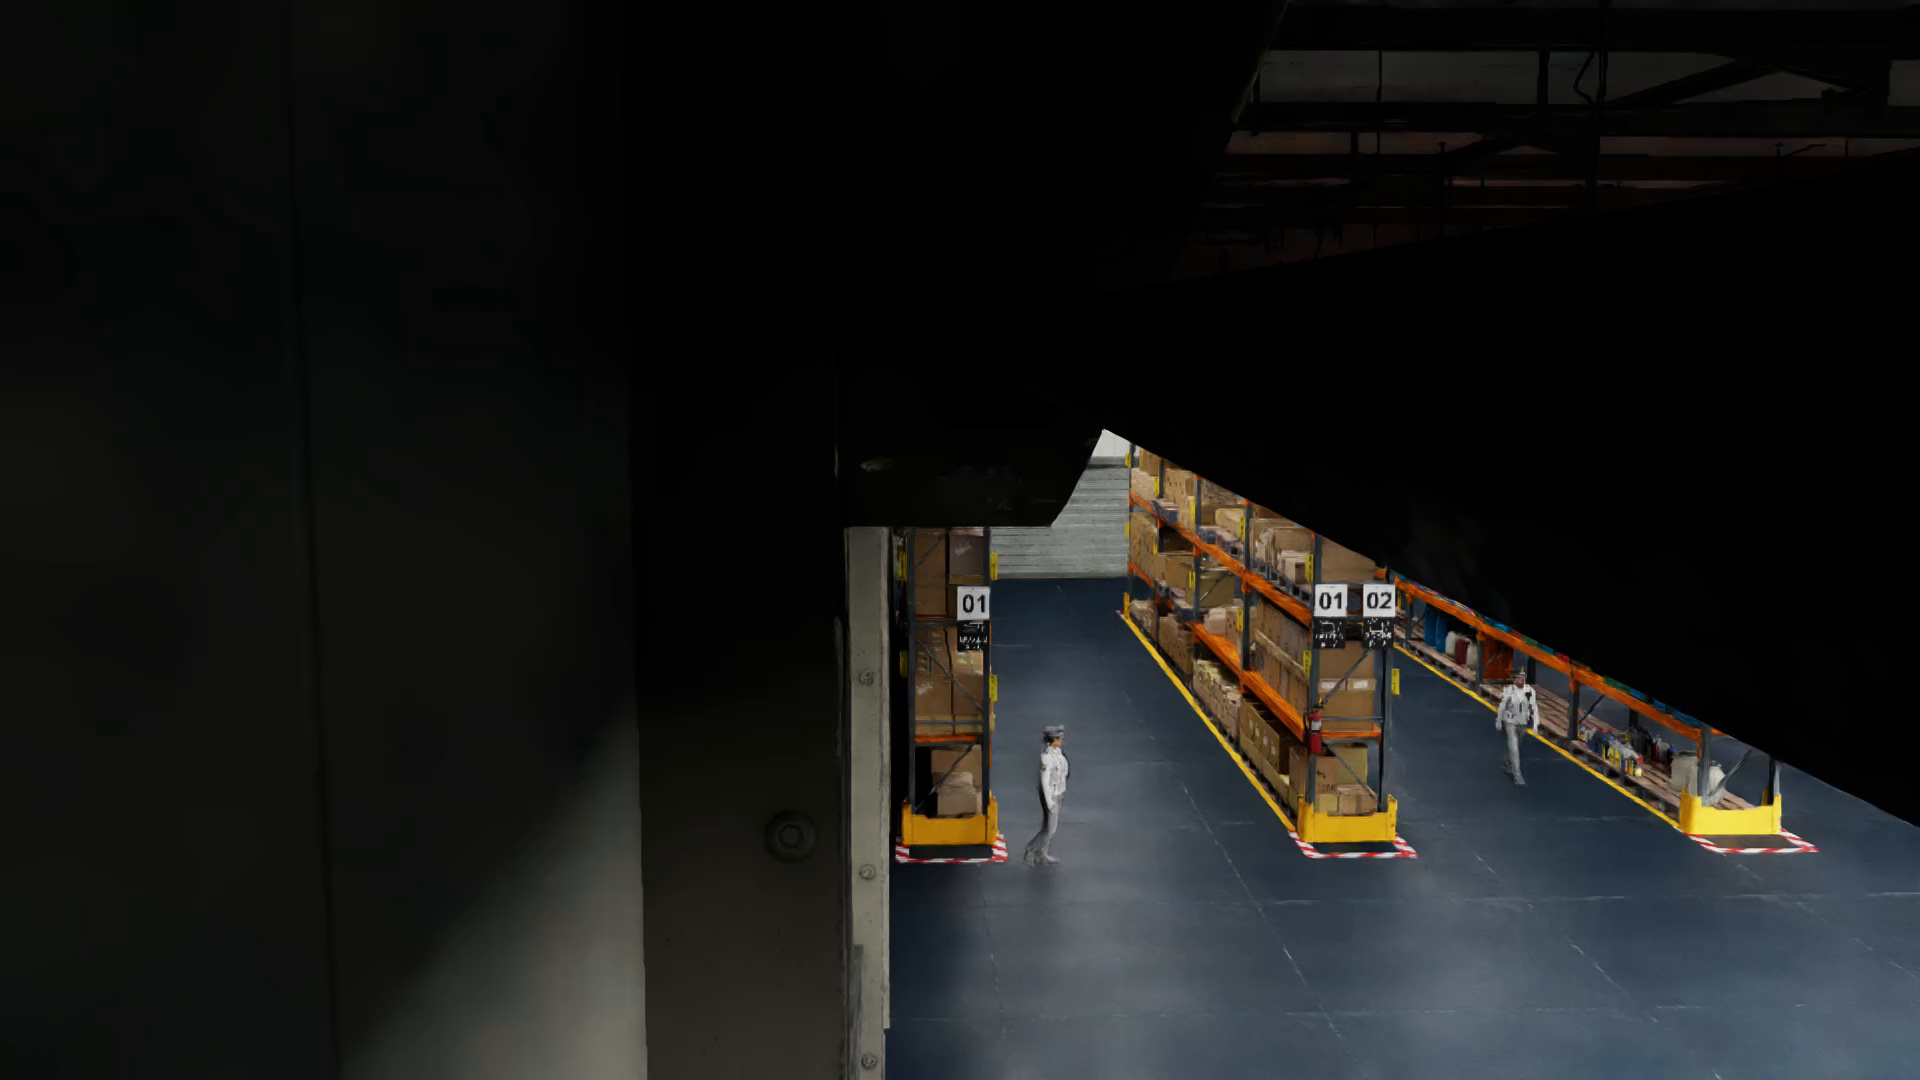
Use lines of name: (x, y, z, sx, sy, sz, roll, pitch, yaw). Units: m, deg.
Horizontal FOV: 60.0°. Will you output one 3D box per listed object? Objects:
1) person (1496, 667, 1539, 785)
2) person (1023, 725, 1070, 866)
person: (7.807, 2.552, 23.240, 0.502, 1.618, 0.997, 0, 7, -3)
person: (1.012, 3.004, 19.548, 0.454, 1.659, 0.642, 3, 8, 24)
